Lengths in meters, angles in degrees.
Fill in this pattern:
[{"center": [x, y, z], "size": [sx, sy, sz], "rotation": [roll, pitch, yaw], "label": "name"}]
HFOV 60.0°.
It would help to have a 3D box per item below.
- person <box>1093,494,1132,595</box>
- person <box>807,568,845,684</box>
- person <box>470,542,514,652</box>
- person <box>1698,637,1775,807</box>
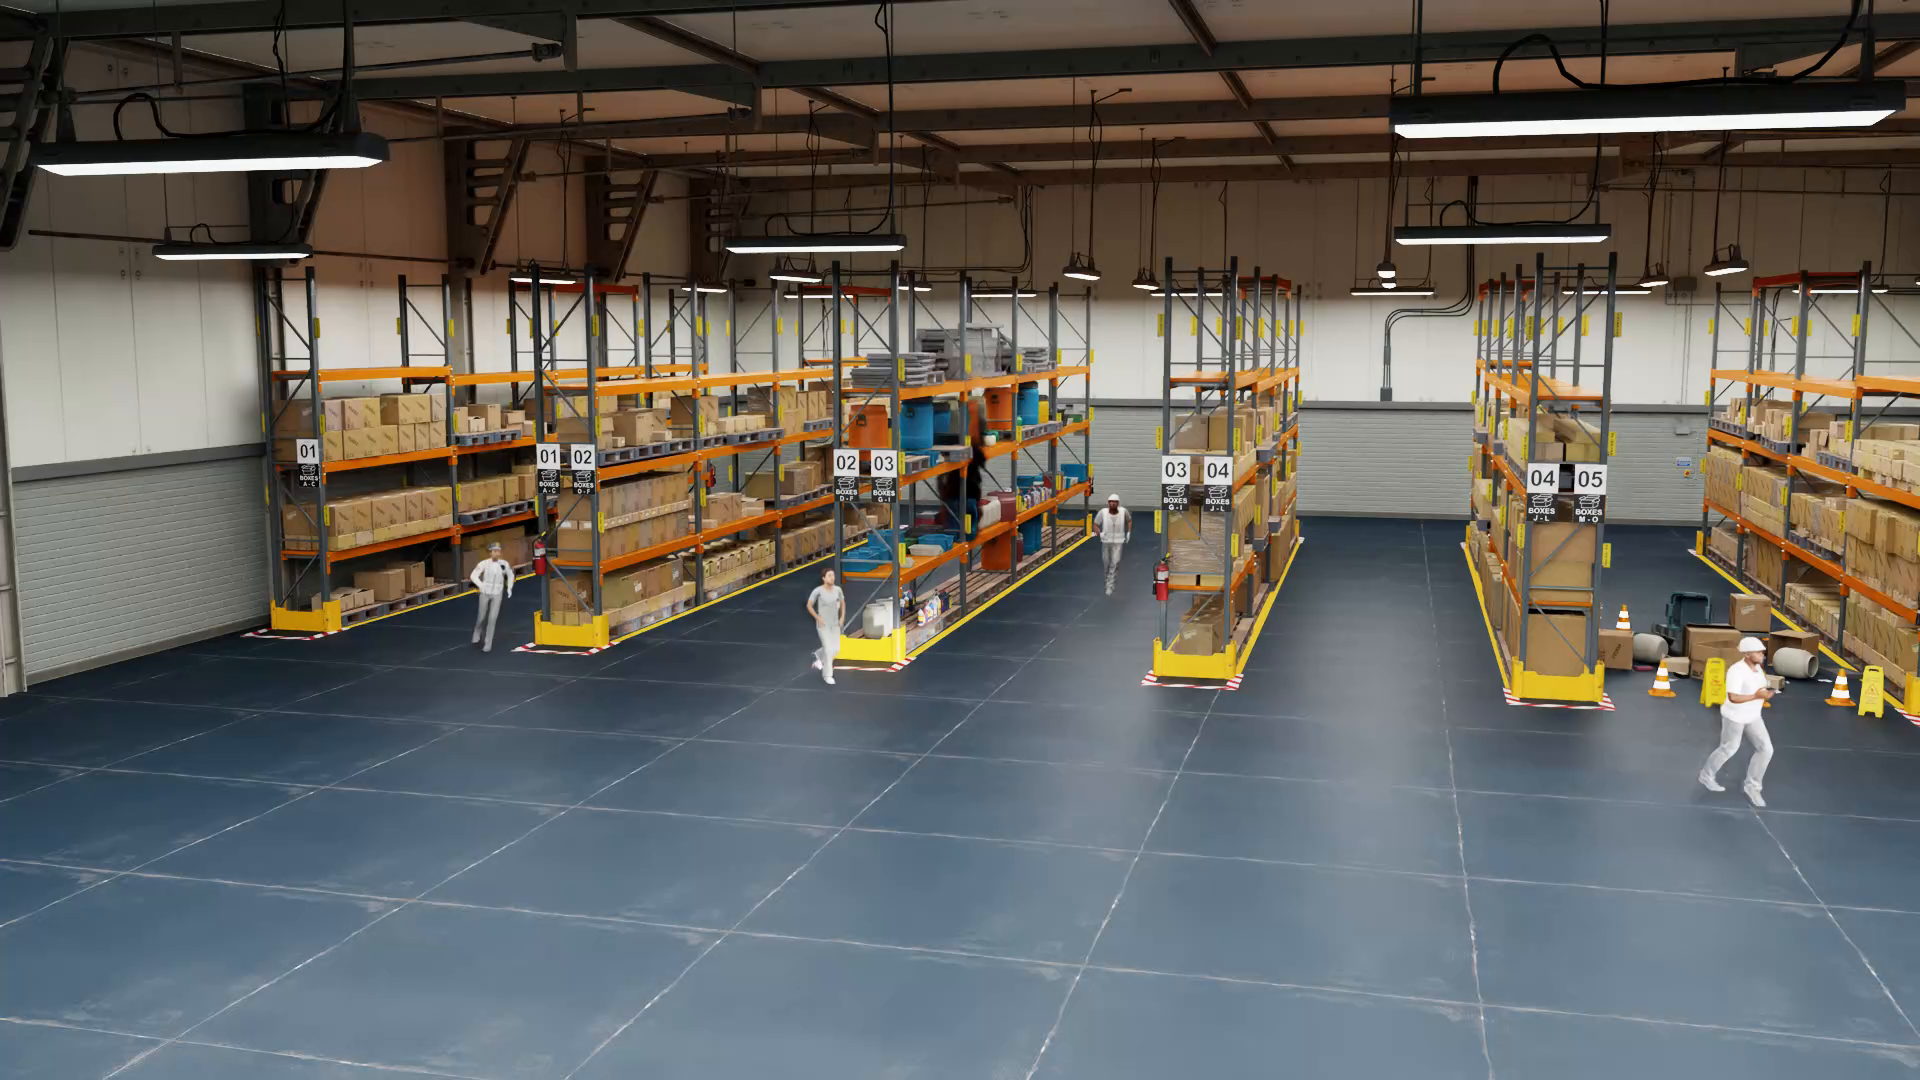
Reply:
[{"center": [2.738, 0.057, 29.864], "size": [0.707, 1.780, 0.888], "rotation": [1, 7, 4], "label": "person"}, {"center": [-1.921, 1.203, 23.795], "size": [0.600, 1.648, 0.661], "rotation": [-4, 9, -31], "label": "person"}, {"center": [-7.329, 0.860, 26.120], "size": [0.671, 1.659, 0.925], "rotation": [-3, 8, -19], "label": "person"}, {"center": [8.247, 1.917, 17.601], "size": [0.661, 1.833, 0.832], "rotation": [-4, 8, -29], "label": "person"}]
